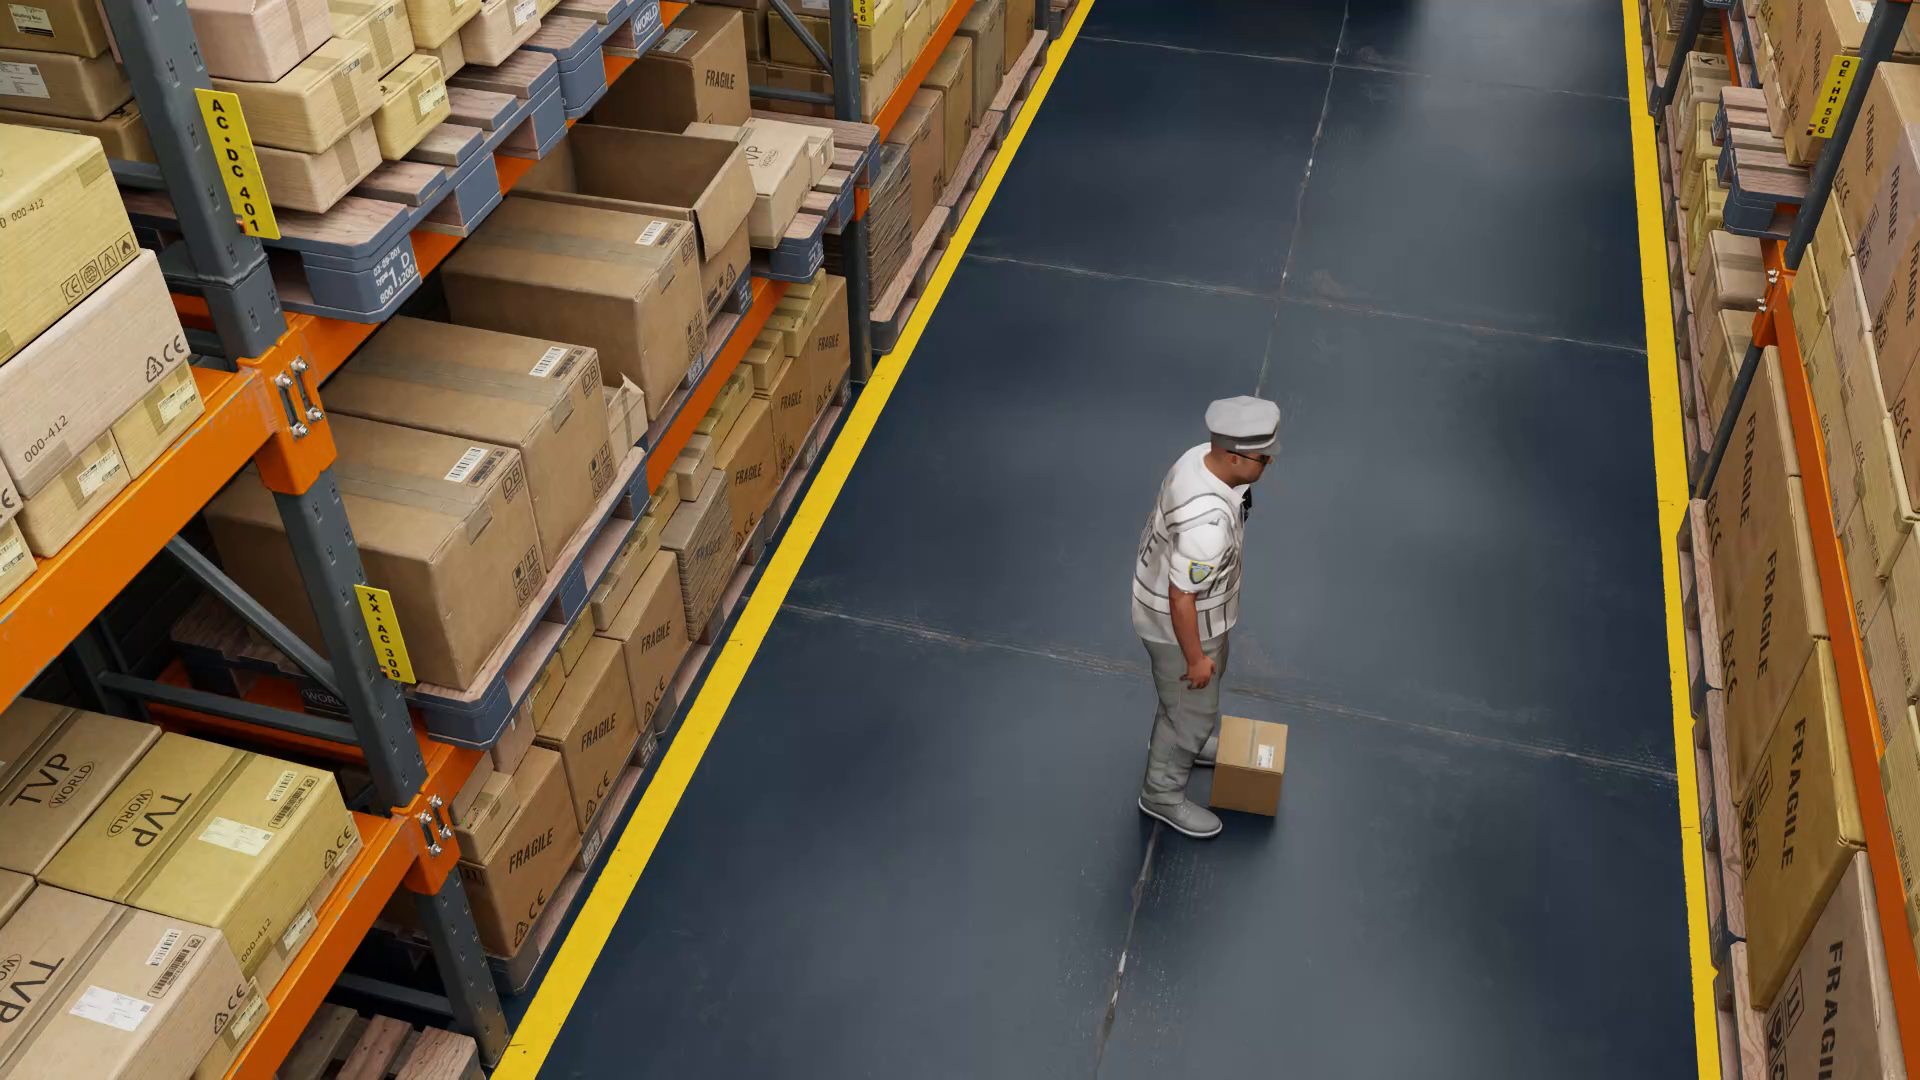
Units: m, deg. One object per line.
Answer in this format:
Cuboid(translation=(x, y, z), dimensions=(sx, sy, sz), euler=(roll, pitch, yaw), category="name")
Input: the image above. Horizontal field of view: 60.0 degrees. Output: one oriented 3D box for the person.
Cuboid(translation=(0.819, 0.251, 5.861), dimensions=(0.435, 1.747, 0.580), euler=(8, 41, 10), category="person")
